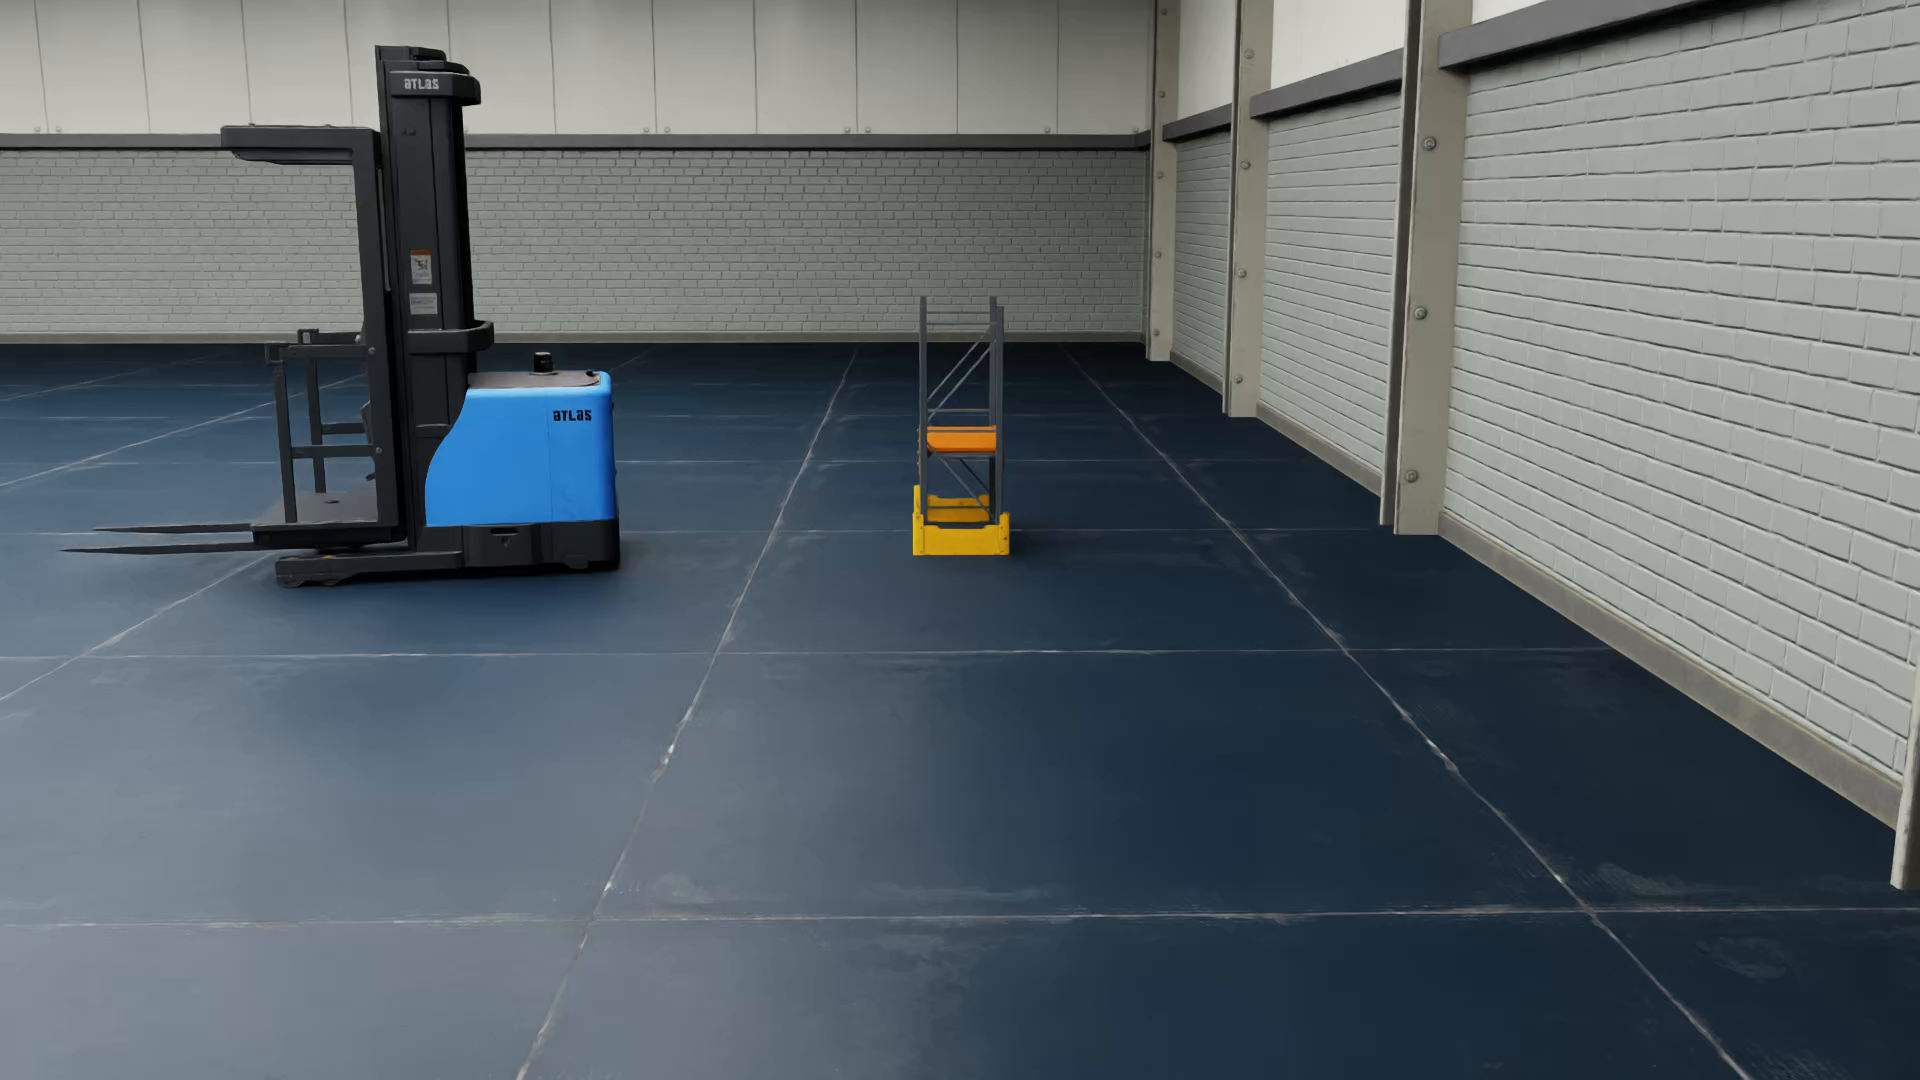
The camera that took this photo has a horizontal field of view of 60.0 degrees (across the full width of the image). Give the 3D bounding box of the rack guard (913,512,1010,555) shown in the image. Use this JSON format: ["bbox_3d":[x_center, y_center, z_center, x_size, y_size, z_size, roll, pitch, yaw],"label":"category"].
[{"bbox_3d":[0.009,-0.039,10.121,0.587,0.250,0.087,0,11,-1],"label":"rack guard"}]

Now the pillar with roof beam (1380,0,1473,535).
[{"bbox_3d":[-1.342,-4.467,9.947,9.100,9.000,0.400,0,11,-1],"label":"pillar with roof beam"}]

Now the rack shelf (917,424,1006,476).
[{"bbox_3d":[-0.002,-0.576,10.529,0.538,0.185,1.000,0,11,-1],"label":"rack shelf"}]

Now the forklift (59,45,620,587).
[{"bbox_3d":[-3.554,-1.289,9.543,3.031,2.935,1.130,-2,12,-12],"label":"forklift"}]

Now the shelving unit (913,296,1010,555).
[{"bbox_3d":[-0.002,-0.750,10.485,0.587,1.500,1.083,0,11,-1],"label":"shelving unit"}]

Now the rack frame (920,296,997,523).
[{"bbox_3d":[-0.012,-0.853,10.992,0.500,1.500,0.032,0,11,-1],"label":"rack frame"}]

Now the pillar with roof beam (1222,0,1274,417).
[{"bbox_3d":[-1.466,-5.660,15.826,9.100,9.000,0.400,0,11,-1],"label":"pillar with roof beam"}]

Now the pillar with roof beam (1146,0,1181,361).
[{"bbox_3d":[-1.590,-6.853,21.705,9.100,9.000,0.400,0,11,-1],"label":"pillar with roof beam"}]

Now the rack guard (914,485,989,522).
[{"bbox_3d":[-0.012,-0.237,11.097,0.587,0.250,0.087,0,11,-1],"label":"rack guard"}]

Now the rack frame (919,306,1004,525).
[{"bbox_3d":[0.009,-0.651,9.995,0.500,1.500,0.032,0,11,-1],"label":"rack frame"}]
